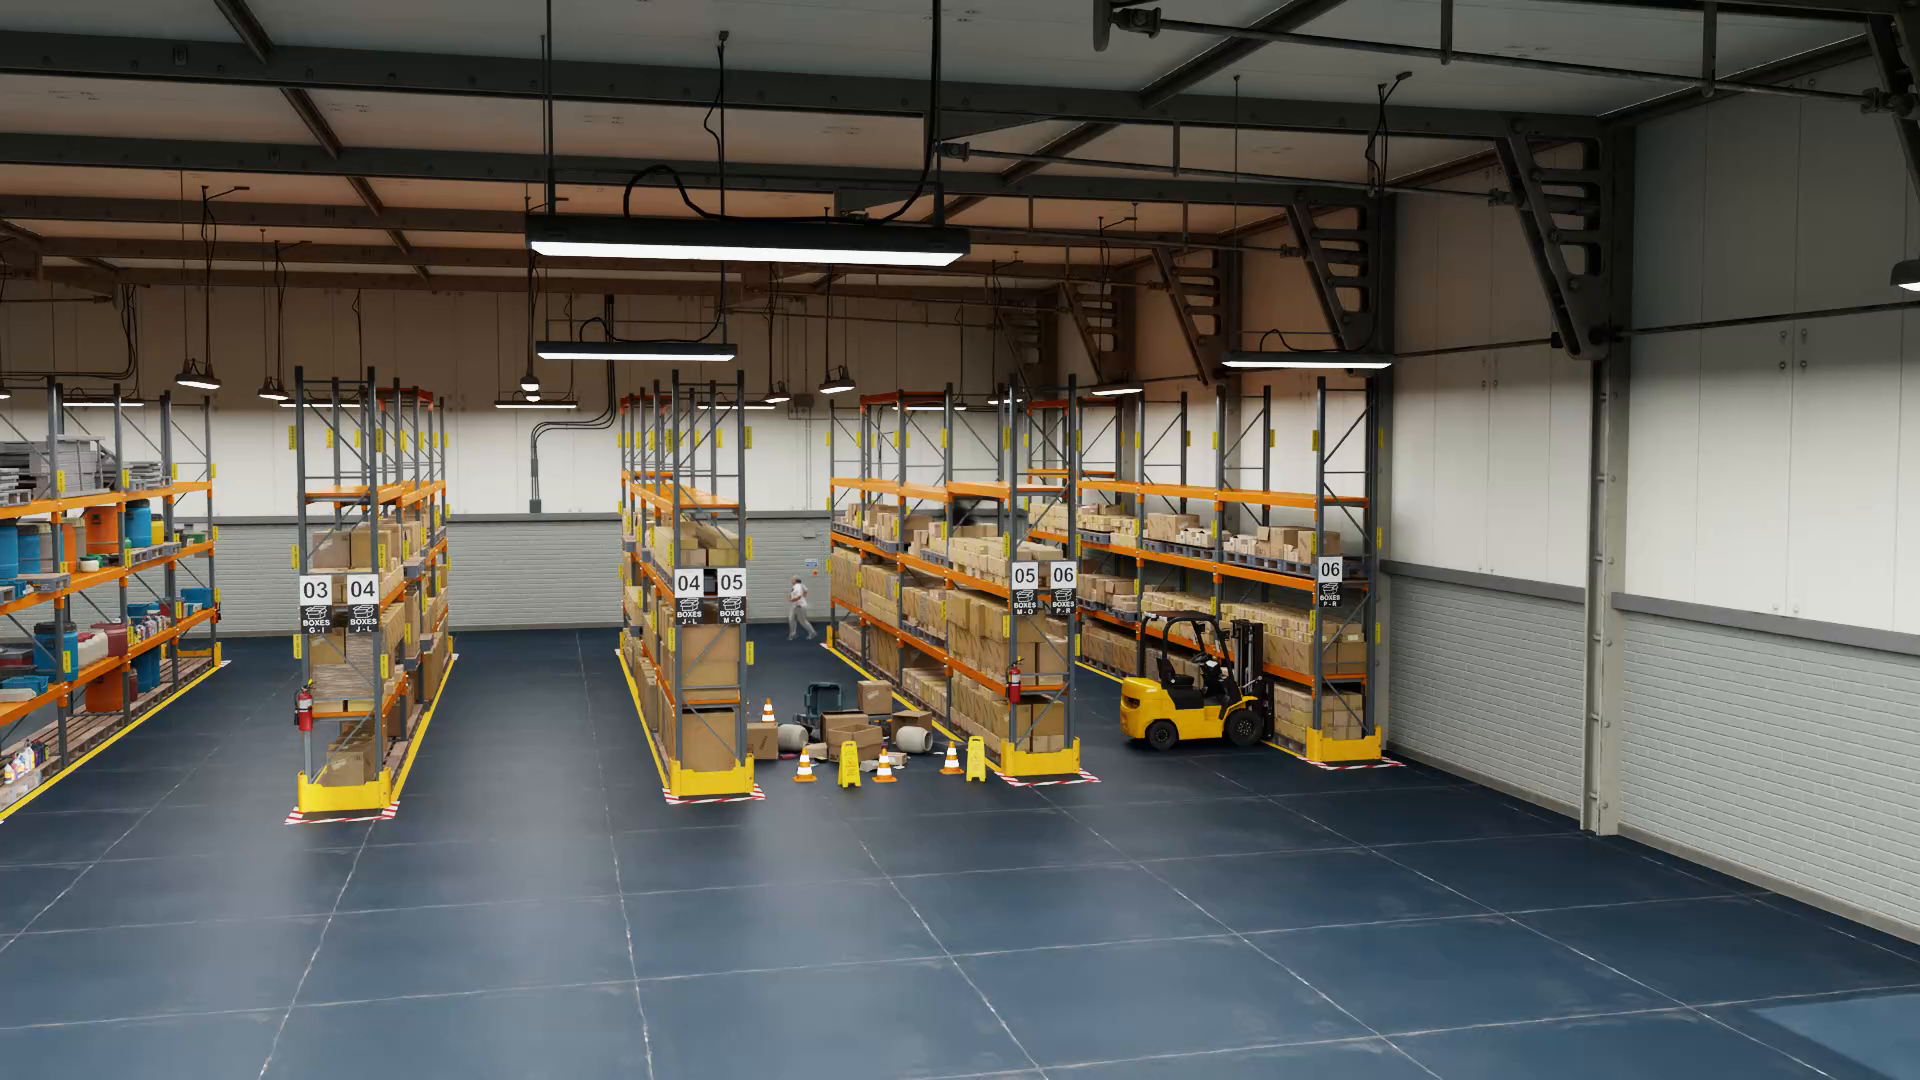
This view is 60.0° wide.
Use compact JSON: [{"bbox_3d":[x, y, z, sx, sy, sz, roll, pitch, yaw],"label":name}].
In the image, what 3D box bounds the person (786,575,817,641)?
[{"bbox_3d":[-3.944,1.713,41.435,0.747,1.710,0.613,-1,3,-12],"label":"person"}]
